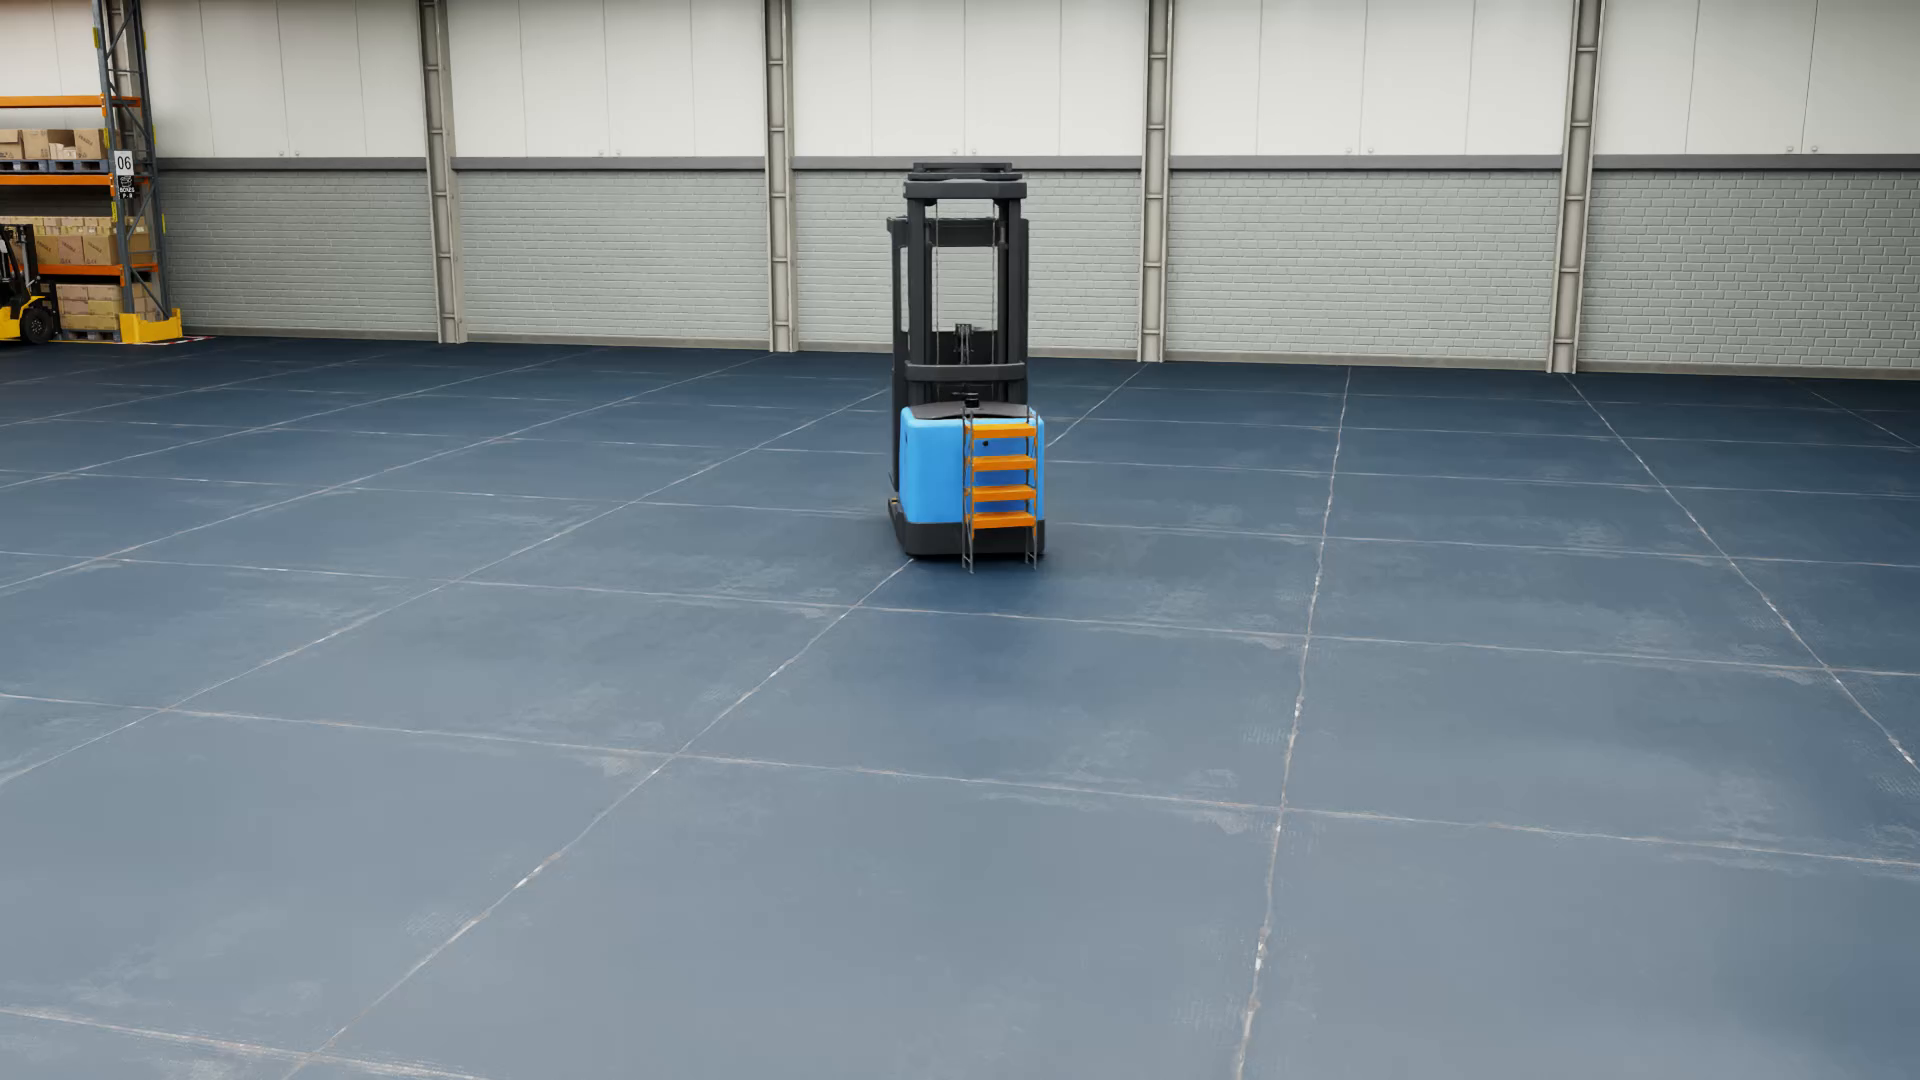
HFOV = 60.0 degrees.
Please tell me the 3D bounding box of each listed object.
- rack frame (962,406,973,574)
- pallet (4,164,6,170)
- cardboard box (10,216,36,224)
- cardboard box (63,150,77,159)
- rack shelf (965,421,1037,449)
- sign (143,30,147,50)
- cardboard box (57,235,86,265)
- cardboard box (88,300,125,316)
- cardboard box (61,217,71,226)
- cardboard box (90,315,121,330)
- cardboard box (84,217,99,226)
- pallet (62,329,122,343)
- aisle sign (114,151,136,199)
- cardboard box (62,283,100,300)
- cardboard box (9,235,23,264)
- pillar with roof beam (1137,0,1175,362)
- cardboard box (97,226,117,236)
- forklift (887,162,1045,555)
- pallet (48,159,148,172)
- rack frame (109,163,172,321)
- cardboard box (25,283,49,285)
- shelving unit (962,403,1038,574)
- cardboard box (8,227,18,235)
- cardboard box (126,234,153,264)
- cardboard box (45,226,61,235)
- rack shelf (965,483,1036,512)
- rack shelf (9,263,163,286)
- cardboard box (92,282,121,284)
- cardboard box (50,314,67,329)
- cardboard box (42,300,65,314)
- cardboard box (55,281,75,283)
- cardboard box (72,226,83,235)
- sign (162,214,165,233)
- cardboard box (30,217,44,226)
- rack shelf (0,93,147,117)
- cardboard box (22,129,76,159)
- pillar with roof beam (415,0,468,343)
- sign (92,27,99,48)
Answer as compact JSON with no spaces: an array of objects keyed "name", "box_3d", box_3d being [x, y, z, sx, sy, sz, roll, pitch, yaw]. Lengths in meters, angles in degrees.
[{"name":"rack frame","box_3d":[0.055,-0.365,12.107,0.015,1.200,0.240,-3,13,-14]},{"name":"pallet","box_3d":[-17.107,-6.534,29.040,1.213,0.211,1.003,3,13,14]},{"name":"cardboard box","box_3d":[-16.187,-5.524,28.793,0.250,0.149,0.380,3,13,14]},{"name":"cardboard box","box_3d":[-14.935,-6.519,28.146,0.250,0.149,0.380,3,13,12]},{"name":"rack shelf","box_3d":[0.291,-0.762,12.082,0.480,0.148,0.258,-3,13,-14]},{"name":"sign","box_3d":[-13.918,-8.523,28.351,0.005,0.325,0.100,3,13,14]},{"name":"cardboard box","box_3d":[-15.100,-4.992,28.580,0.500,0.500,0.500,3,13,15]},{"name":"cardboard box","box_3d":[-14.605,-4.011,28.610,0.500,0.250,0.500,3,13,13]},{"name":"cardboard box","box_3d":[-15.187,-5.472,28.557,0.250,0.149,0.380,3,13,14]},{"name":"cardboard box","box_3d":[-14.589,-3.765,28.657,0.500,0.250,0.500,3,13,14]},{"name":"cardboard box","box_3d":[-14.703,-5.436,28.393,0.250,0.149,0.380,3,13,14]},{"name":"pallet","box_3d":[-14.810,-3.614,29.035,1.213,0.211,1.003,3,13,14]},{"name":"aisle sign","box_3d":[-14.064,-6.148,28.019,0.004,0.787,0.394,3,13,14]},{"name":"cardboard box","box_3d":[-15.076,-4.279,28.664,0.500,0.250,0.500,3,13,15]},{"name":"cardboard box","box_3d":[-16.088,-5.043,28.806,0.500,0.500,0.500,3,13,14]},{"name":"pillar with roof beam","box_3d":[1.927,-6.259,20.671,0.400,9.000,9.100,3,13,14]},{"name":"cardboard box","box_3d":[-14.461,-5.269,28.329,0.250,0.149,0.380,3,13,14]},{"name":"forklift","box_3d":[-0.022,-1.586,13.616,1.130,2.935,3.031,-1,13,-6]},{"name":"pallet","box_3d":[-14.738,-6.408,28.469,1.213,0.211,1.003,3,13,14]},{"name":"rack frame","box_3d":[-14.057,-4.944,28.594,0.127,3.000,1.000,3,13,14]},{"name":"cardboard box","box_3d":[-16.059,-4.331,28.899,0.500,0.250,0.500,3,13,12]},{"name":"shelving unit","box_3d":[0.291,-0.378,12.167,0.503,1.200,0.258,-3,13,-14]},{"name":"cardboard box","box_3d":[-16.198,-5.361,28.744,0.250,0.149,0.380,3,13,12]},{"name":"cardboard box","box_3d":[-14.472,-5.077,28.963,0.500,0.500,0.500,3,13,15]},{"name":"cardboard box","box_3d":[-15.462,-5.322,28.565,0.250,0.149,0.380,3,13,12]},{"name":"rack shelf","box_3d":[0.291,-0.312,12.182,0.480,0.148,0.258,-3,13,-14]},{"name":"rack shelf","box_3d":[-15.999,-4.697,29.140,4.000,0.370,1.077,3,13,14]},{"name":"cardboard box","box_3d":[-14.965,-4.385,29.144,0.500,0.250,0.500,3,13,14]},{"name":"cardboard box","box_3d":[-15.553,-3.821,28.908,0.500,0.250,0.500,3,13,14]},{"name":"cardboard box","box_3d":[-15.595,-4.061,28.838,0.500,0.250,0.500,3,13,12]},{"name":"cardboard box","box_3d":[-15.943,-4.441,29.397,0.500,0.250,0.500,3,13,12]},{"name":"cardboard box","box_3d":[-14.954,-5.302,28.479,0.250,0.149,0.380,3,13,15]},{"name":"sign","box_3d":[-13.919,-5.522,29.017,0.005,0.325,0.100,3,13,14]},{"name":"cardboard box","box_3d":[-15.719,-5.475,28.568,0.250,0.149,0.380,3,13,15]},{"name":"rack shelf","box_3d":[-15.999,-7.431,28.534,4.000,0.370,1.077,3,13,14]},{"name":"cardboard box","box_3d":[-15.516,-6.757,28.409,0.500,0.500,0.700,3,13,14]},{"name":"pillar with roof beam","box_3d":[-9.724,-6.882,23.478,0.400,9.000,9.100,3,13,14]},{"name":"sign","box_3d":[-14.201,-8.255,27.324,0.005,0.325,0.100,3,13,14]}]
